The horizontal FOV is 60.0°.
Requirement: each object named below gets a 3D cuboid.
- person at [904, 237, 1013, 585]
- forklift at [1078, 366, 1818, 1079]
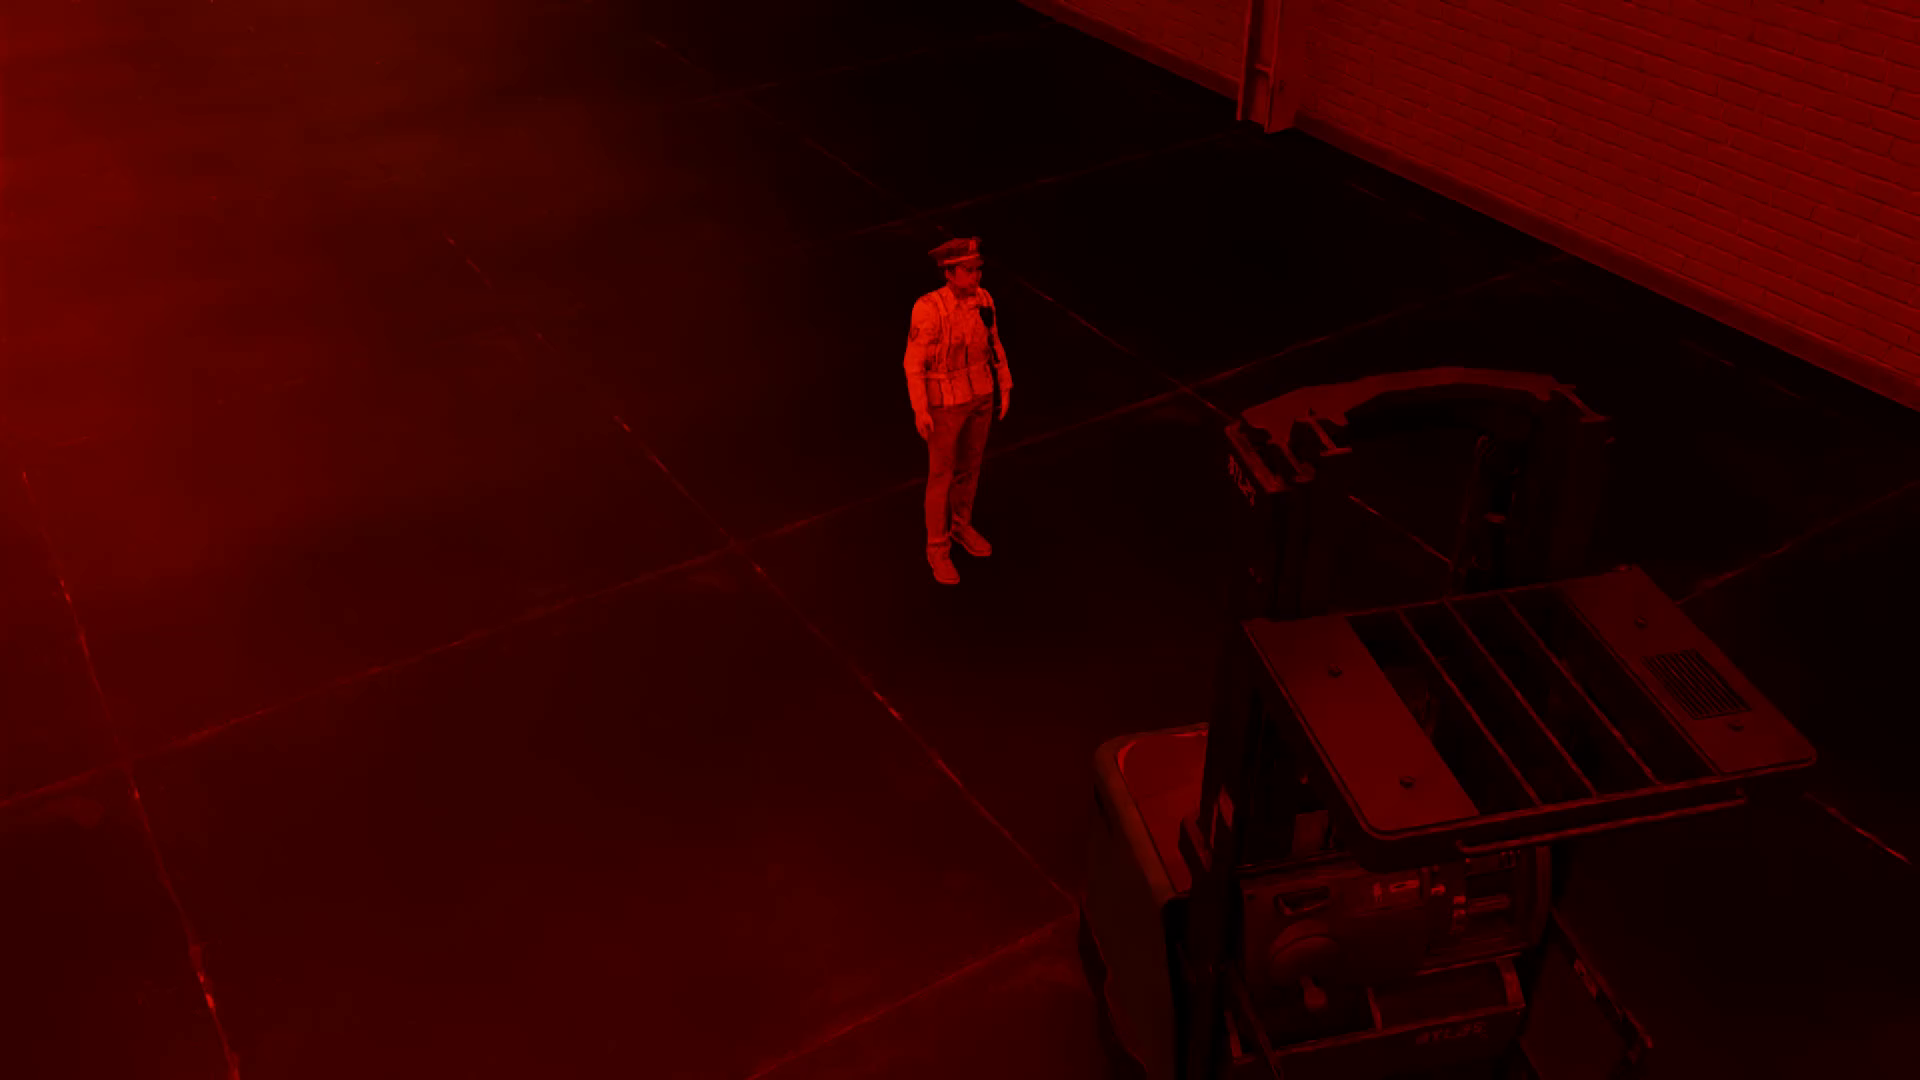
[{"bbox_3d":[0.031,-0.664,8.156,0.586,1.695,0.533,-21,40,-27],"label":"person"},{"bbox_3d":[1.285,1.140,4.525,1.130,2.935,3.031,-8,36,-11],"label":"forklift"}]
